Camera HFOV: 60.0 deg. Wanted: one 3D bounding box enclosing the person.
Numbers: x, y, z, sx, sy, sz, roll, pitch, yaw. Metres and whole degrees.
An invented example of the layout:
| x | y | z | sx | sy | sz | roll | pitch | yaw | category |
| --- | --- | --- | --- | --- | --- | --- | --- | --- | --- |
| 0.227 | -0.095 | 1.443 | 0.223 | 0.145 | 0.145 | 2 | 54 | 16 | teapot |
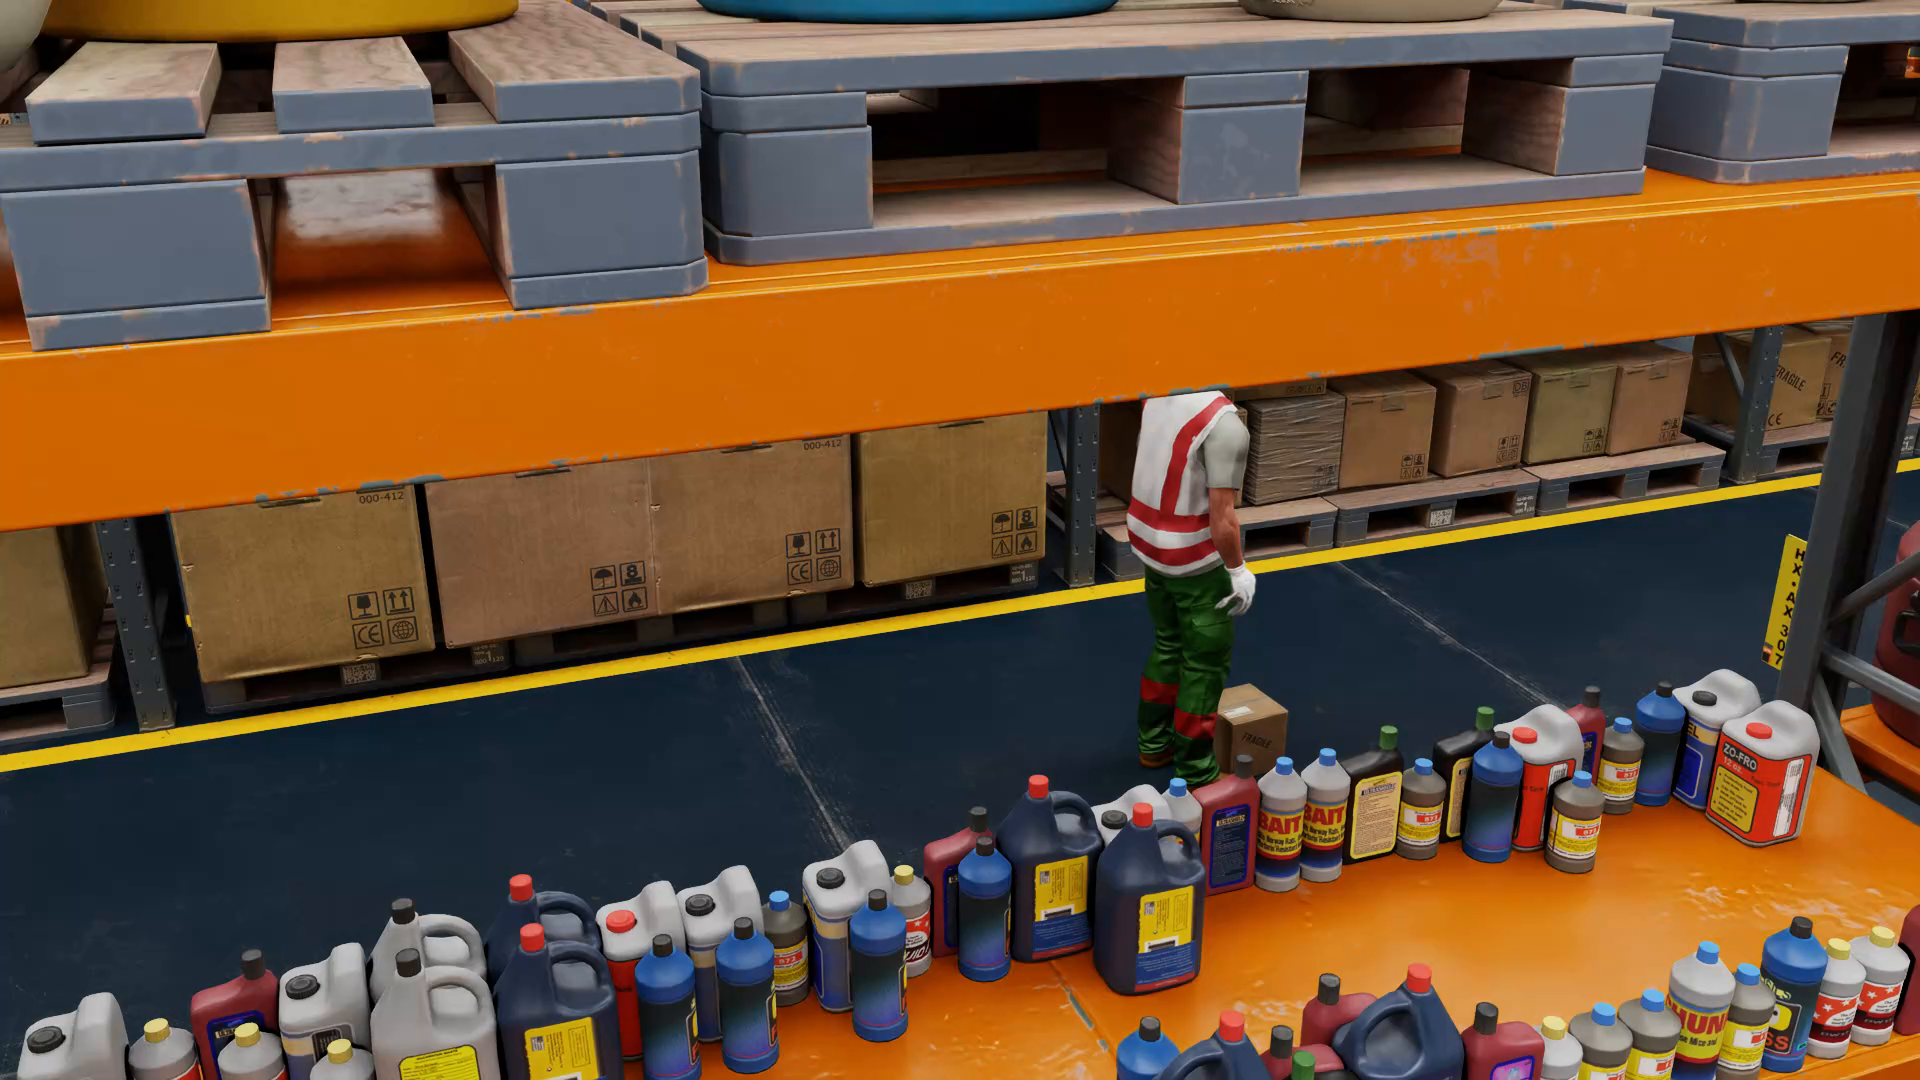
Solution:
| x | y | z | sx | sy | sz | roll | pitch | yaw | category |
| --- | --- | --- | --- | --- | --- | --- | --- | --- | --- |
| 0.837 | 0.046 | 5.958 | 0.446 | 1.780 | 0.620 | -9 | 24 | -22 | person |
